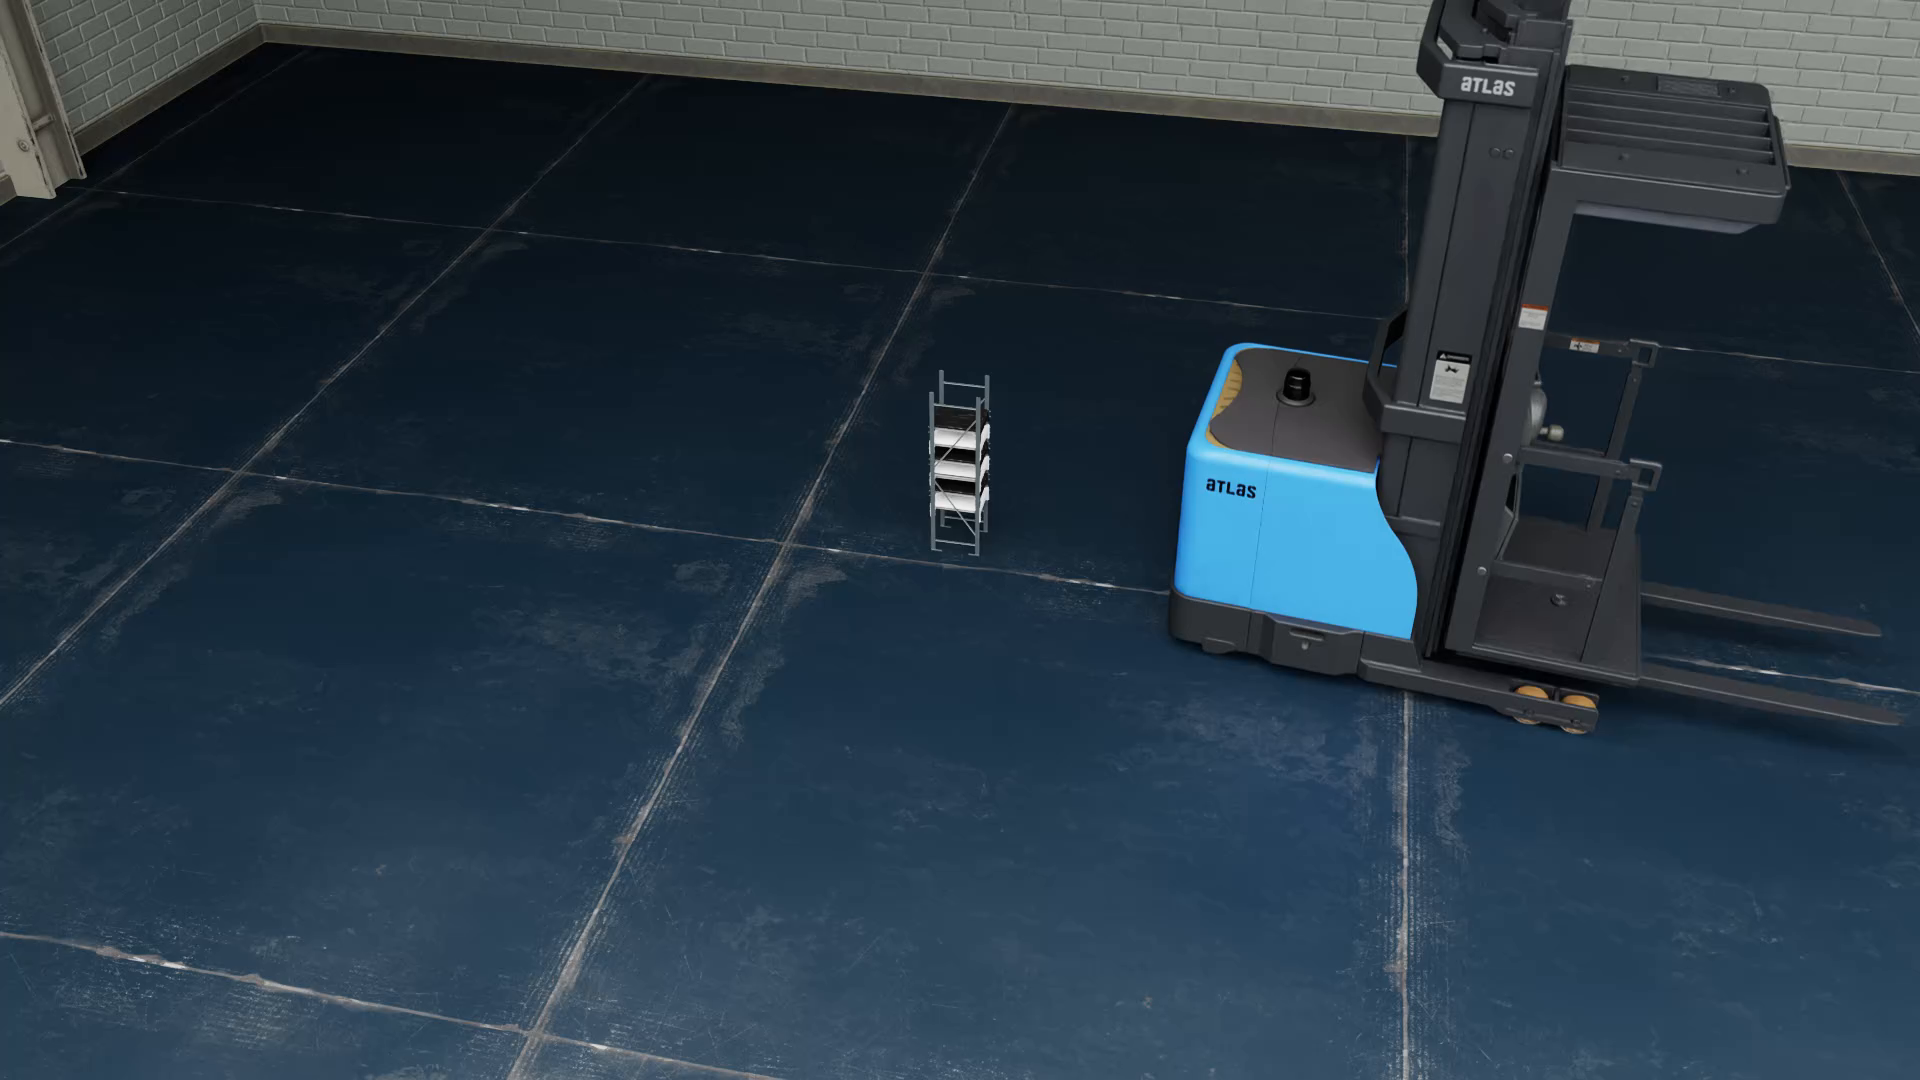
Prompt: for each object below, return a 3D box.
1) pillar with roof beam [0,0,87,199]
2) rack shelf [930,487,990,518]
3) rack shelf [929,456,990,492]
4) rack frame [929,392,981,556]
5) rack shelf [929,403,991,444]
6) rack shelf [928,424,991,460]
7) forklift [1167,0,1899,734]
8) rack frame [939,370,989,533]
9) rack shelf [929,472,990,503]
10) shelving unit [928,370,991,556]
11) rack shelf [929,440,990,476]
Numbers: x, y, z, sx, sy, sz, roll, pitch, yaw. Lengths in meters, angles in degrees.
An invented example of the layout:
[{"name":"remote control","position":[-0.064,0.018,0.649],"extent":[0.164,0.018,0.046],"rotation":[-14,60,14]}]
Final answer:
[{"name":"pillar with roof beam","position":[-2.187,-5.596,8.304],"extent":[9.100,9.000,0.400],"rotation":[7,37,10]},{"name":"rack shelf","position":[-0.002,-0.187,8.105],"extent":[0.258,0.077,0.200],"rotation":[7,37,10]},{"name":"rack shelf","position":[-0.002,-0.333,7.999],"extent":[0.258,0.077,0.200],"rotation":[7,37,10]},{"name":"rack frame","position":[-0.023,-0.301,7.899],"extent":[0.240,0.900,0.006],"rotation":[7,37,10]},{"name":"rack shelf","position":[-0.002,-0.551,7.841],"extent":[0.258,0.077,0.200],"rotation":[7,37,10]},{"name":"rack shelf","position":[-0.002,-0.478,7.893],"extent":[0.258,0.077,0.200],"rotation":[7,37,10]},{"name":"forklift","position":[2.519,-0.710,6.732],"extent":[3.031,2.935,1.130],"rotation":[11,37,15]},{"name":"rack frame","position":[0.020,-0.418,8.060],"extent":[0.240,0.900,0.006],"rotation":[7,37,10]},{"name":"rack shelf","position":[-0.002,-0.260,8.052],"extent":[0.258,0.077,0.200],"rotation":[7,37,10]},{"name":"shelving unit","position":[-0.002,-0.360,7.980],"extent":[0.258,0.900,0.210],"rotation":[7,37,10]},{"name":"rack shelf","position":[-0.002,-0.406,7.946],"extent":[0.258,0.077,0.200],"rotation":[7,37,10]}]
